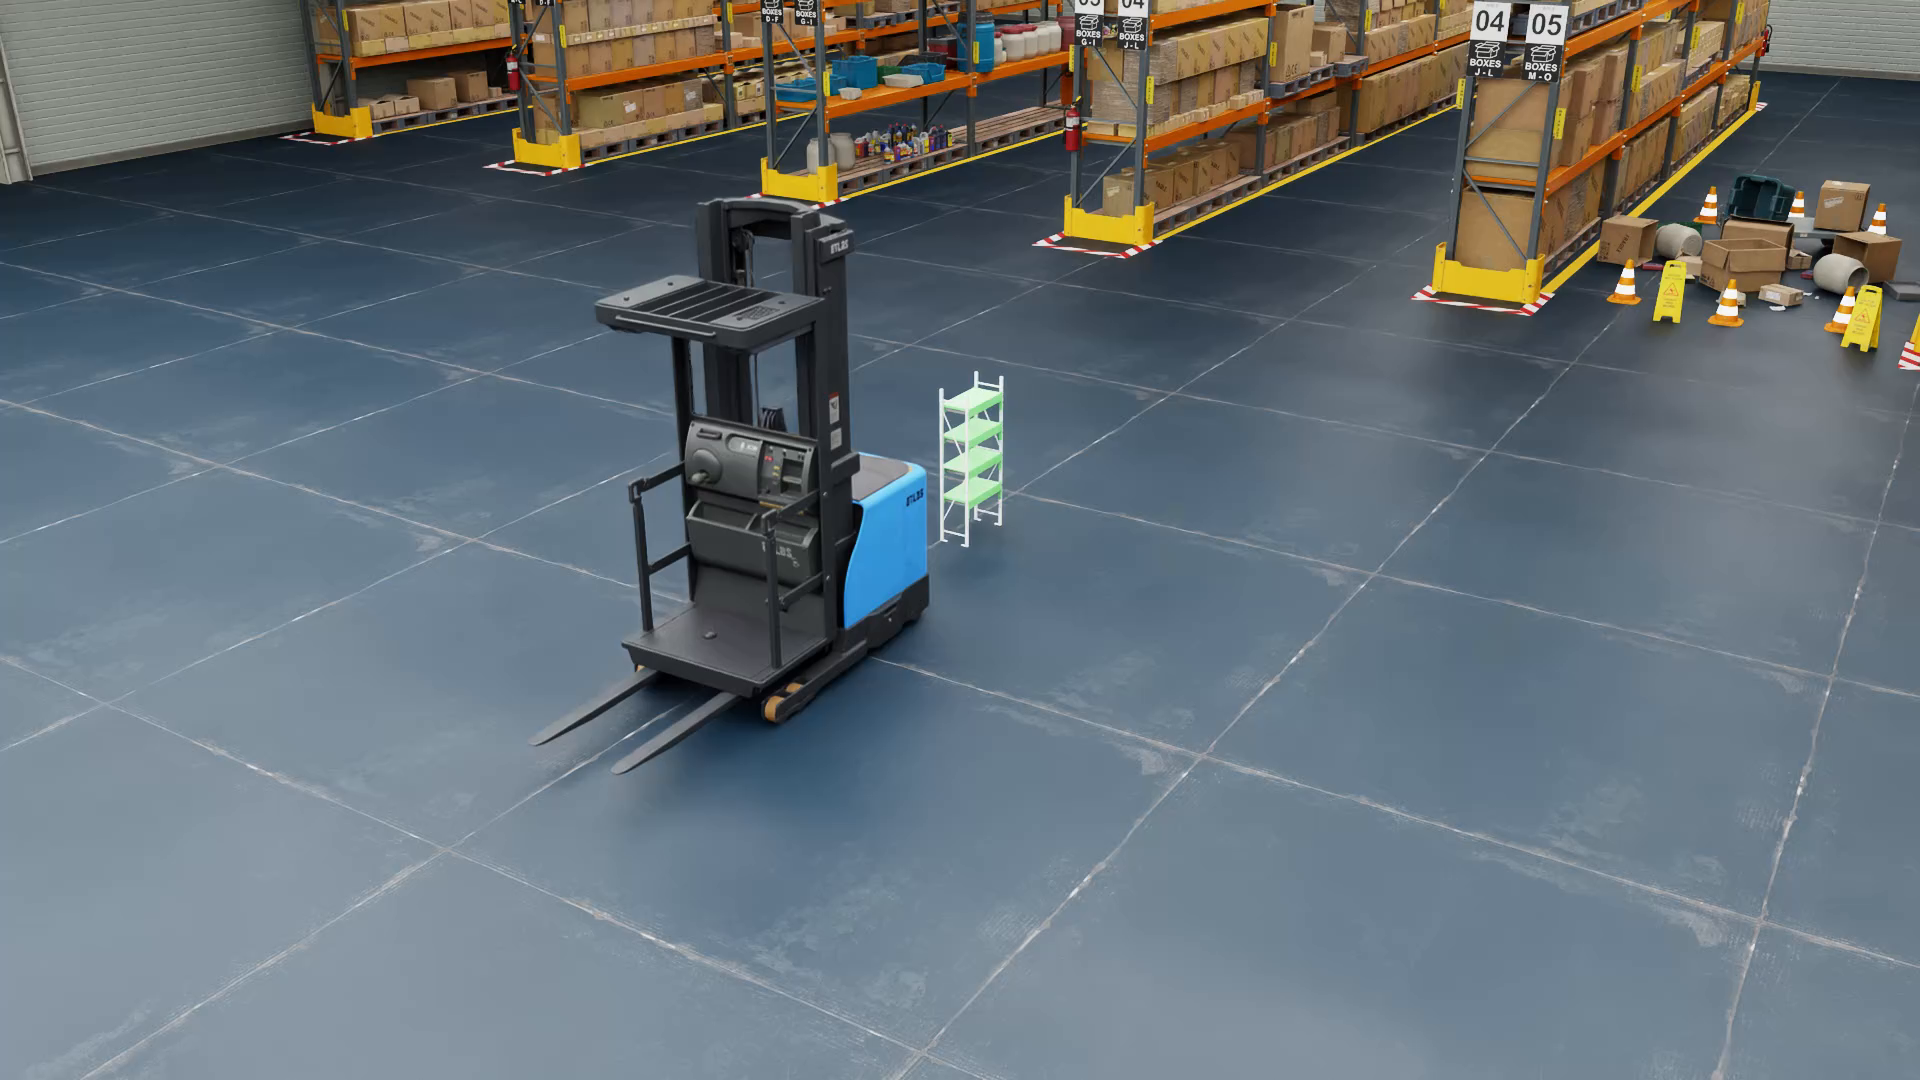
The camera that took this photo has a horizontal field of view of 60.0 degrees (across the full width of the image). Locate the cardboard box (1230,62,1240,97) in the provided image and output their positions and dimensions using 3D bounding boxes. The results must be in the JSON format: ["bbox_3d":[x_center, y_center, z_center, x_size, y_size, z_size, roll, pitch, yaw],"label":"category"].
[{"bbox_3d":[3.414,-6.521,23.374,0.875,0.500,0.500,14,27,29],"label":"cardboard box"}]

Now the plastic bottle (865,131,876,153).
[{"bbox_3d":[-1.410,-6.208,25.931,0.144,0.351,0.185,15,28,31],"label":"plastic bottle"}]

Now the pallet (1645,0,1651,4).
[{"bbox_3d":[8.600,-7.174,21.847,0.805,0.209,1.217,13,26,27],"label":"pallet"}]

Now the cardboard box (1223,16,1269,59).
[{"bbox_3d":[3.994,-7.071,23.385,0.500,0.500,0.500,14,27,29],"label":"cardboard box"}]

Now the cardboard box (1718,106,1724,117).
[{"bbox_3d":[12.841,-7.342,28.455,0.380,0.149,0.250,15,28,31],"label":"cardboard box"}]

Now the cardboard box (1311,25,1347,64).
[{"bbox_3d":[5.648,-7.828,26.237,0.700,0.500,0.500,19,30,37],"label":"cardboard box"}]

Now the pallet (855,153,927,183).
[{"bbox_3d":[-1.242,-5.766,25.639,1.003,0.211,1.213,14,27,29],"label":"pallet"}]

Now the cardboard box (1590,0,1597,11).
[{"bbox_3d":[6.901,-6.020,18.603,0.380,0.149,0.250,14,27,29],"label":"cardboard box"}]

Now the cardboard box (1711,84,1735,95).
[{"bbox_3d":[13.582,-8.018,29.643,0.380,0.149,0.250,14,27,29],"label":"cardboard box"}]

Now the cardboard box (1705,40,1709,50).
[{"bbox_3d":[11.644,-7.858,26.376,0.380,0.149,0.250,14,27,29],"label":"cardboard box"}]

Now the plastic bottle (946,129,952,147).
[{"bbox_3d":[-0.183,-6.401,26.461,0.061,0.283,0.133,15,28,32],"label":"plastic bottle"}]

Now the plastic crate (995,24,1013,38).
[{"bbox_3d":[0.788,-8.575,28.538,0.402,0.464,0.583,14,27,29],"label":"plastic crate"}]

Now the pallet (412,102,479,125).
[{"bbox_3d":[-9.594,-7.826,30.398,1.003,0.211,1.213,14,27,29],"label":"pallet"}]

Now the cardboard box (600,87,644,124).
[{"bbox_3d":[-5.539,-7.116,27.237,0.500,0.500,0.500,14,27,29],"label":"cardboard box"}]

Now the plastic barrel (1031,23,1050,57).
[{"bbox_3d":[1.317,-8.544,28.406,0.421,0.512,0.421,0,23,0],"label":"plastic barrel"}]

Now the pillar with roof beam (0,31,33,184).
[{"bbox_3d":[-10.610,-8.647,21.232,9.100,9.000,0.400,14,27,29],"label":"pillar with roof beam"}]

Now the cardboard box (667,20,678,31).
[{"bbox_3d":[-4.916,-8.580,27.688,0.380,0.149,0.250,14,27,29],"label":"cardboard box"}]

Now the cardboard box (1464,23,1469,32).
[{"bbox_3d":[9.477,-9.781,31.719,0.380,0.149,0.250,13,27,27],"label":"cardboard box"}]

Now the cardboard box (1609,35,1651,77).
[{"bbox_3d":[8.952,-6.584,22.634,0.700,0.500,0.500,14,27,29],"label":"cardboard box"}]

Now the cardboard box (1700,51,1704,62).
[{"bbox_3d":[11.512,-7.637,26.239,0.380,0.149,0.250,13,27,27],"label":"cardboard box"}]

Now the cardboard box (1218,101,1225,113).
[{"bbox_3d":[3.433,-5.978,22.936,0.380,0.149,0.250,14,27,29],"label":"cardboard box"}]

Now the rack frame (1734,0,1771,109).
[{"bbox_3d":[14.488,-9.616,31.022,1.000,3.000,0.127,14,27,29],"label":"rack frame"}]

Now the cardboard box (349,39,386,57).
[{"bbox_3d":[-10.209,-8.442,28.474,0.500,0.250,0.500,13,27,27],"label":"cardboard box"}]

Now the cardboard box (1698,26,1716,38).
[{"bbox_3d":[11.915,-8.173,26.729,0.380,0.149,0.250,14,27,29],"label":"cardboard box"}]

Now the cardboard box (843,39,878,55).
[{"bbox_3d":[-1.986,-9.850,33.212,0.500,0.250,0.500,15,28,31],"label":"cardboard box"}]

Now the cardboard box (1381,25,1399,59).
[{"bbox_3d":[7.133,-8.490,28.296,0.500,0.500,0.500,13,27,28],"label":"cardboard box"}]

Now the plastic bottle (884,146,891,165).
[{"bbox_3d":[-1.099,-5.824,25.143,0.097,0.271,0.097,0,23,0],"label":"plastic bottle"}]

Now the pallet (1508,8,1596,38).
[{"bbox_3d":[6.431,-5.804,18.553,1.003,0.211,1.213,14,27,29],"label":"pallet"}]

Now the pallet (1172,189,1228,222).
[{"bbox_3d":[3.031,-4.712,23.204,1.003,0.211,1.213,14,27,29],"label":"pallet"}]

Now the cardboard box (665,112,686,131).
[{"bbox_3d":[-4.998,-7.106,28.158,0.500,0.250,0.500,14,27,29],"label":"cardboard box"}]

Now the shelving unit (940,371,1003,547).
[{"bbox_3d":[0.087,-0.606,12.476,0.258,1.200,0.503,14,27,29],"label":"shelving unit"}]

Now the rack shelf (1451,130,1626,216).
[{"bbox_3d":[7.103,-4.560,20.250,1.077,0.370,4.000,14,27,29],"label":"rack shelf"}]

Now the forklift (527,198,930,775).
[{"bbox_3d":[-1.388,-0.446,9.926,1.130,2.935,3.031,13,27,28],"label":"forklift"}]

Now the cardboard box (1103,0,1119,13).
[{"bbox_3d":[1.926,-6.813,20.960,0.500,0.250,0.500,15,27,30],"label":"cardboard box"}]

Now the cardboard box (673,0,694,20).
[{"bbox_3d":[-4.910,-9.036,27.923,0.700,0.500,0.500,14,27,29],"label":"cardboard box"}]

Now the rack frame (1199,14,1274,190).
[{"bbox_3d":[3.998,-6.639,24.146,1.000,3.000,0.127,14,27,29],"label":"rack frame"}]

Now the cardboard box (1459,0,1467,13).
[{"bbox_3d":[9.225,-10.200,31.243,0.500,0.500,0.500,13,27,27],"label":"cardboard box"}]

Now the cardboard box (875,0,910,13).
[{"bbox_3d":[-1.425,-10.810,33.126,0.700,0.500,0.500,20,31,39],"label":"cardboard box"}]

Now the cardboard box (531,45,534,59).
[{"bbox_3d":[-8.023,-9.553,32.527,0.500,0.250,0.500,13,27,28],"label":"cardboard box"}]

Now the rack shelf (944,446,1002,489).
[{"bbox_3d":[0.087,-0.548,12.502,0.258,0.148,0.480,14,27,29],"label":"rack shelf"}]

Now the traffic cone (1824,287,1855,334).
[{"bbox_3d":[9.438,-2.464,17.694,0.336,0.463,0.334,14,27,29],"label":"traffic cone"}]

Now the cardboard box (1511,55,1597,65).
[{"bbox_3d":[7.069,-5.469,19.894,0.875,0.550,0.500,14,27,29],"label":"cardboard box"}]

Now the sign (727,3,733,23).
[{"bbox_3d":[-3.944,-9.034,28.489,0.100,0.325,0.005,14,27,29],"label":"sign"}]

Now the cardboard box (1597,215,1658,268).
[{"bbox_3d":[8.211,-3.681,20.455,0.500,0.500,0.500,20,30,38],"label":"cardboard box"}]

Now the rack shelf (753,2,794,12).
[{"bbox_3d":[-3.352,-12.798,39.279,1.077,0.370,4.000,14,27,29],"label":"rack shelf"}]

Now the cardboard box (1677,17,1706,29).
[{"bbox_3d":[12.393,-8.671,28.338,0.500,0.500,0.500,14,27,29],"label":"cardboard box"}]

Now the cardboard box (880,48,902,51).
[{"bbox_3d":[-1.467,-9.839,34.131,0.500,0.500,0.500,13,26,27],"label":"cardboard box"}]

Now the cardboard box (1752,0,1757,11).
[{"bbox_3d":[13.648,-9.523,29.049,0.500,0.500,0.500,13,27,27],"label":"cardboard box"}]

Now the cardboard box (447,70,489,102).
[{"bbox_3d":[-9.140,-8.449,30.920,0.500,0.500,0.500,12,26,25],"label":"cardboard box"}]

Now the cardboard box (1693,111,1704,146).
[{"bbox_3d":[11.657,-6.663,26.820,0.500,0.500,0.500,13,27,28],"label":"cardboard box"}]

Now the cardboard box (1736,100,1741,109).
[{"bbox_3d":[13.925,-7.914,30.152,0.380,0.149,0.250,13,26,27],"label":"cardboard box"}]

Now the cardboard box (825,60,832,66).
[{"bbox_3d":[-2.373,-9.026,31.887,0.500,0.311,0.500,15,27,30],"label":"cardboard box"}]

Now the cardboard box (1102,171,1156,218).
[{"bbox_3d":[2.232,-4.542,21.920,0.500,0.500,0.500,20,30,38],"label":"cardboard box"}]

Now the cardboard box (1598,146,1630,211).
[{"bbox_3d":[8.409,-4.954,22.557,1.050,0.750,0.750,14,27,29],"label":"cardboard box"}]
